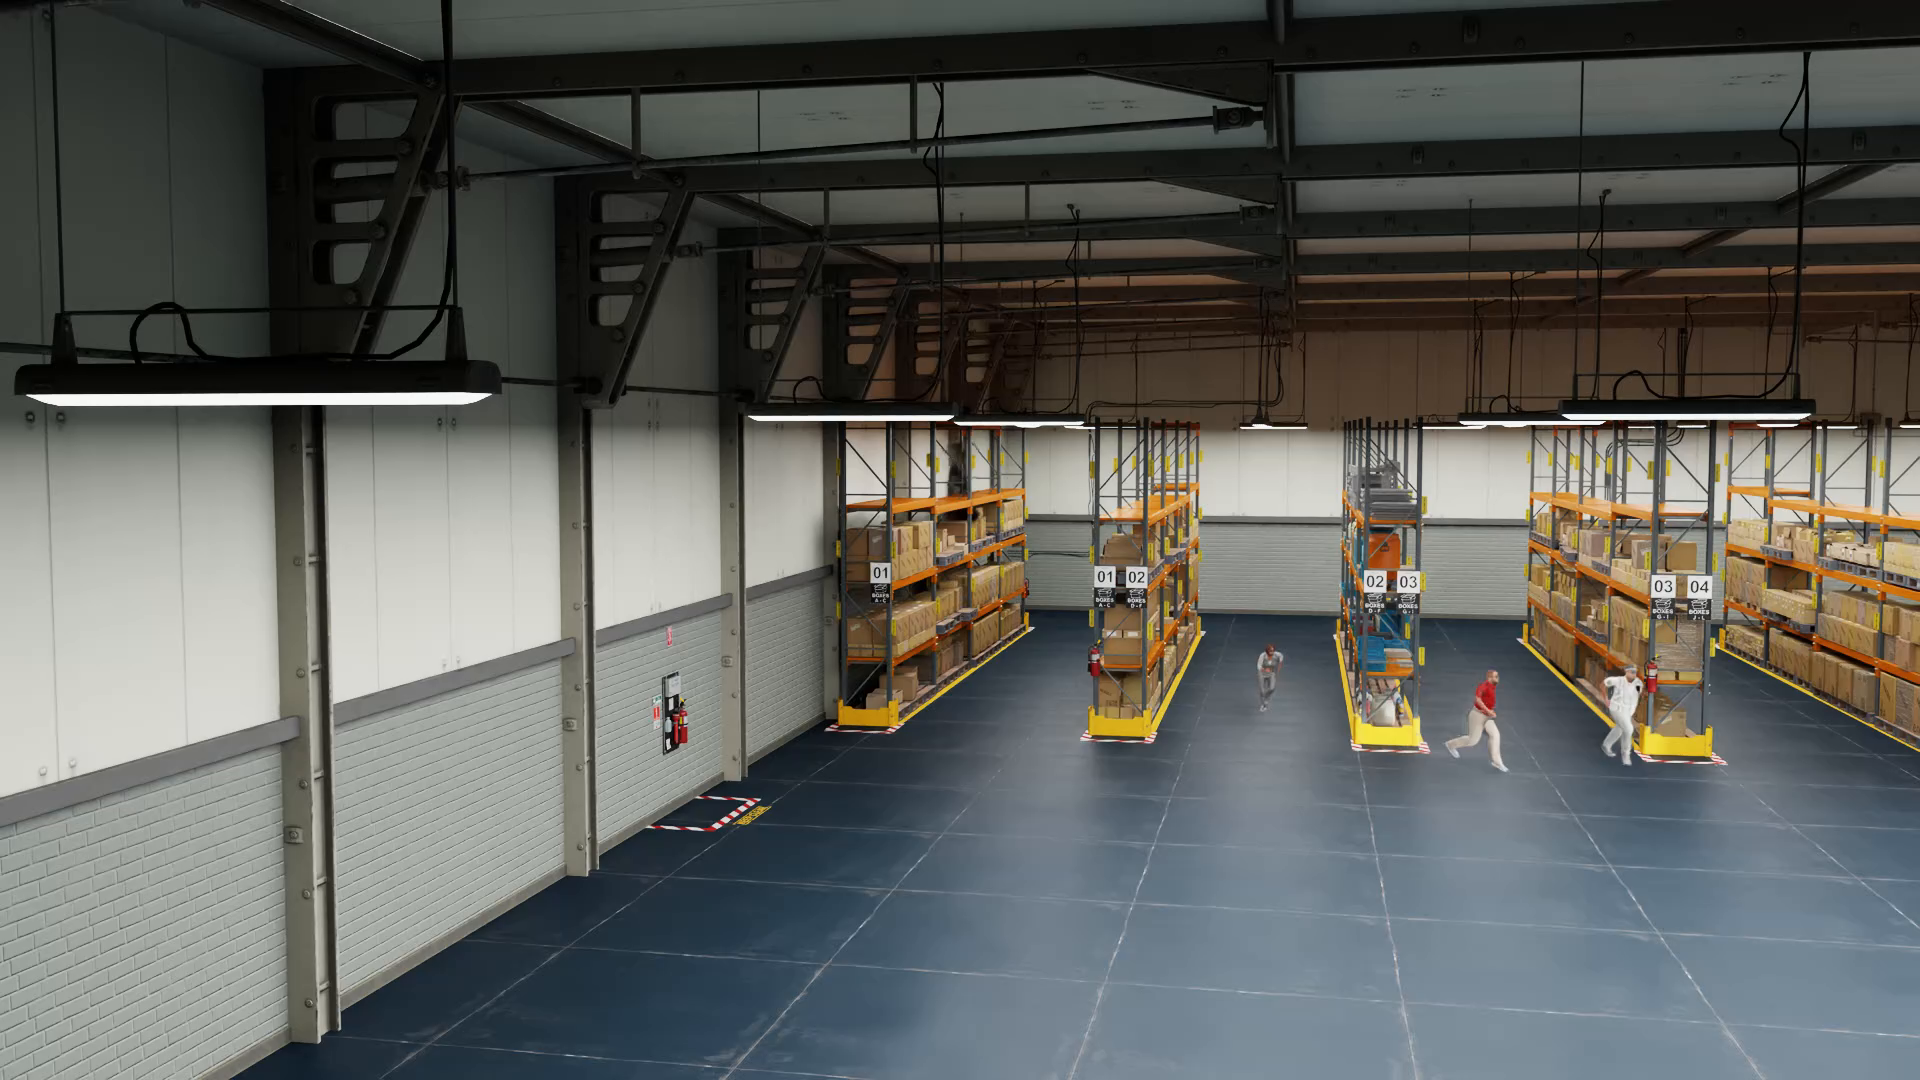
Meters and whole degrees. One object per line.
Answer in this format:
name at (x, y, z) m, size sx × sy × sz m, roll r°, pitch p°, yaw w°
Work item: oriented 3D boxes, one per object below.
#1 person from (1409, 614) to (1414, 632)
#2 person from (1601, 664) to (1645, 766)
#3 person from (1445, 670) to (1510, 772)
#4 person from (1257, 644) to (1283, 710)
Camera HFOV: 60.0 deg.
person at (12.727, 1.775, 47.691) m, size 0.957 × 1.767 × 0.689 m, roll 2°, pitch 4°, yaw 26°
person at (11.470, 2.998, 28.850) m, size 0.651 × 1.787 × 0.970 m, roll -1°, pitch 4°, yaw -21°
person at (8.827, 3.055, 28.314) m, size 1.082 × 1.729 × 0.663 m, roll 3°, pitch 5°, yaw 35°
person at (6.321, 2.804, 33.912) m, size 0.570 × 1.433 × 0.829 m, roll 0°, pitch 4°, yaw -3°
